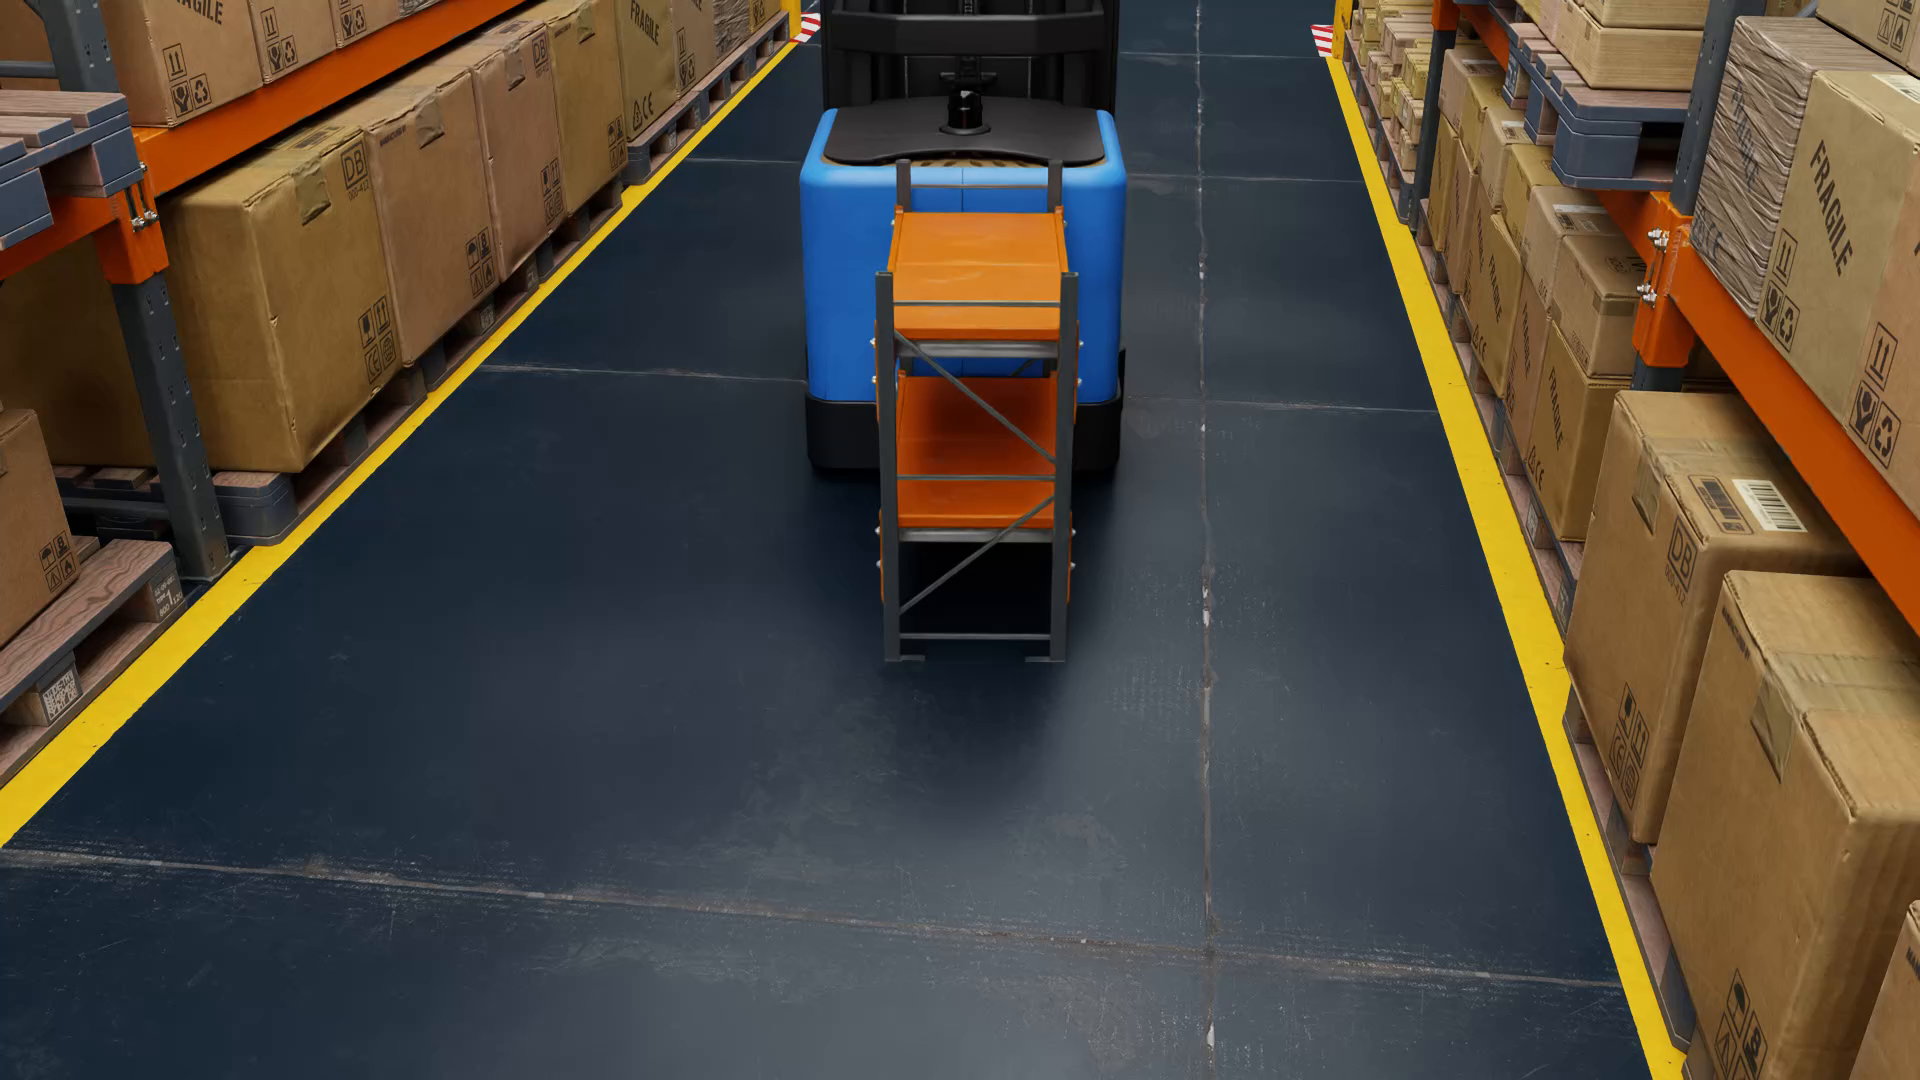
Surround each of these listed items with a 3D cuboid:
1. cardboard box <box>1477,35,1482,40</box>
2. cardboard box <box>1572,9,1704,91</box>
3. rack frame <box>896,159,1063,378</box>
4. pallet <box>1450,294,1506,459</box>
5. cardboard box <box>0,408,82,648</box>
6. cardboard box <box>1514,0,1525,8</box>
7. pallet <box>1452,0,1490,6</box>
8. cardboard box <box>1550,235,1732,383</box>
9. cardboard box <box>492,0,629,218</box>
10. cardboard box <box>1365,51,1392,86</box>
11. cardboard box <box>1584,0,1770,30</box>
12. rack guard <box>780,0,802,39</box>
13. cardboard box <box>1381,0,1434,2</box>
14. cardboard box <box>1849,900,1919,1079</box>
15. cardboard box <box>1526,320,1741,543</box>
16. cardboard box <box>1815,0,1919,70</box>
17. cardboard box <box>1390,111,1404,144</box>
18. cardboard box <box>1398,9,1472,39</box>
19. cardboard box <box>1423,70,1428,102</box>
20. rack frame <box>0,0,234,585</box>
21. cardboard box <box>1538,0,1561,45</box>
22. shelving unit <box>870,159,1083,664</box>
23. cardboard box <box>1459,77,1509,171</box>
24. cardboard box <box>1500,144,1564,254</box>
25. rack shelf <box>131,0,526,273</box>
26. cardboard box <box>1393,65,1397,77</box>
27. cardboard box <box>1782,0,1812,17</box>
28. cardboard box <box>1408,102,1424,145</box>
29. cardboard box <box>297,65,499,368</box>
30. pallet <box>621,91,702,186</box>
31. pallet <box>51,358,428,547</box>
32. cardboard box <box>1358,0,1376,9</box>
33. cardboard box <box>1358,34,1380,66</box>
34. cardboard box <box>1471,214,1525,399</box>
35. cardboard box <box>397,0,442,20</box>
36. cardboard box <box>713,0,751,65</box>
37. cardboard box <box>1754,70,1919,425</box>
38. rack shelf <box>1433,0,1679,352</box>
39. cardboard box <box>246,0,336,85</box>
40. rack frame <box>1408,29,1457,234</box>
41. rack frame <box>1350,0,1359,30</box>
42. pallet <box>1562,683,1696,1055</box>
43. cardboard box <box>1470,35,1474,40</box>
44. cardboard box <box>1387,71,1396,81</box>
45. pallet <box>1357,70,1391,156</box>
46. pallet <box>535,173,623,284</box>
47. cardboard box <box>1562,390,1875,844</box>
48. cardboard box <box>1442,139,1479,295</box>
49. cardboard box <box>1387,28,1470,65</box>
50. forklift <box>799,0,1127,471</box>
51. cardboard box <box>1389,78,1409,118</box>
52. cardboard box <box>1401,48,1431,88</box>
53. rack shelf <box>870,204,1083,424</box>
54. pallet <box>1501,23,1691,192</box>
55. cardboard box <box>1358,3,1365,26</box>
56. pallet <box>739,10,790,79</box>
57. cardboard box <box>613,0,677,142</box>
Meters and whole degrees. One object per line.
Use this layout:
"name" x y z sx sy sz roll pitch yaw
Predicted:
"cardboard box" 3.062 -2.753 9.132 0.380 0.149 0.250 2 28 4
"cardboard box" 1.780 -1.241 4.213 0.380 0.149 0.250 4 29 7
"rack frame" 0.058 -0.643 5.257 0.500 1.125 0.032 0 28 1
"pallet" 2.425 -0.620 6.179 1.003 0.211 1.213 3 28 6
"cardboard box" -2.796 -0.020 4.296 0.700 0.500 0.500 2 28 4
"cardboard box" 1.909 -1.723 5.107 0.380 0.149 0.250 2 28 4
"pallet" 2.428 -2.355 6.660 1.003 0.211 1.213 3 28 6
"cardboard box" 2.000 -0.659 4.713 0.500 0.250 0.500 3 28 5
"cardboard box" -2.303 -2.073 7.733 1.225 0.875 0.875 3 29 6
"cardboard box" 2.606 -2.778 9.807 0.380 0.149 0.250 2 28 4
"cardboard box" 1.785 -1.372 4.142 0.380 0.149 0.250 4 29 7
"rack guard" -1.751 -3.920 11.999 1.175 0.500 0.348 3 28 6
"cardboard box" 2.691 -3.139 9.849 0.380 0.149 0.250 4 29 8
"cardboard box" 1.795 1.030 2.105 1.050 0.750 0.750 3 28 6
"cardboard box" 1.997 -0.317 4.868 0.500 0.500 0.500 3 28 6
"cardboard box" 2.111 -1.181 3.120 0.700 0.500 0.500 3 28 6
"cardboard box" 2.459 -2.170 8.679 0.380 0.149 0.250 2 28 5
"cardboard box" 2.677 -2.894 9.394 0.380 0.149 0.250 3 29 6
"cardboard box" 2.451 -2.165 8.041 0.380 0.149 0.250 4 29 8
"rack frame" -2.734 -1.243 4.395 1.000 3.000 0.127 3 28 6
"cardboard box" 1.844 -1.479 4.654 0.380 0.149 0.250 4 29 7
"shelving unit" 0.050 -0.402 4.809 0.538 1.125 1.048 0 28 1
"cardboard box" 2.251 -1.622 6.500 0.500 0.250 0.500 4 29 8
"cardboard box" 2.129 -1.136 5.598 0.500 0.250 0.500 4 29 7
"rack shelf" -2.489 -1.868 6.313 1.077 0.370 4.000 3 28 6
"cardboard box" 2.618 -2.632 9.221 0.380 0.149 0.250 2 28 4
"cardboard box" 2.497 -1.434 4.571 0.380 0.149 0.250 5 29 9
"cardboard box" 2.389 -2.018 8.082 0.380 0.149 0.250 4 29 7
"cardboard box" -2.512 -1.236 6.178 1.225 0.875 0.875 3 29 6
"pallet" -2.073 -2.252 9.208 1.003 0.211 1.213 3 28 6
"pallet" -2.563 -0.382 5.737 1.003 0.211 1.213 3 28 6
"cardboard box" 2.682 -3.390 10.316 0.380 0.149 0.250 3 28 6
"cardboard box" 2.660 -3.016 10.248 0.380 0.149 0.250 4 29 7
"cardboard box" 2.113 -0.811 5.785 0.500 0.500 0.500 2 28 4
"cardboard box" -2.221 -2.220 6.102 0.500 0.500 0.500 3 29 6
"cardboard box" -1.865 -3.524 10.427 0.875 0.875 0.875 3 28 6
"cardboard box" 1.794 -0.516 2.941 0.500 0.500 0.500 3 28 6
"rack shelf" 2.421 -1.532 5.690 1.077 0.370 4.000 3 28 6
"cardboard box" -2.344 -1.743 5.218 0.500 0.500 0.500 3 28 5
"rack frame" 2.666 -2.790 7.267 1.000 3.000 0.127 3 28 6
"rack frame" 3.156 -4.673 10.762 1.000 3.000 0.127 3 28 6
"pallet" 2.005 0.687 3.753 1.003 0.211 1.213 3 28 6
"cardboard box" 3.178 -3.104 10.098 0.380 0.149 0.250 3 28 6
"cardboard box" 2.601 -2.531 9.348 0.380 0.149 0.250 4 29 7
"pallet" 2.860 -2.457 9.588 1.003 0.211 1.213 3 28 6
"pallet" -2.264 -1.531 7.869 1.003 0.211 1.213 3 28 6
"cardboard box" 2.012 0.179 3.684 1.050 0.750 0.750 3 28 6
"cardboard box" 2.249 -1.293 6.681 0.500 0.500 0.500 5 29 8
"cardboard box" 2.517 -2.655 8.952 0.380 0.149 0.250 2 28 4
"forklift" 0.040 -2.178 6.202 1.130 2.935 3.031 1 28 1
"cardboard box" 2.425 -2.273 8.556 0.380 0.149 0.250 2 28 4
"cardboard box" 2.467 -2.405 8.487 0.380 0.149 0.250 3 28 6
"rack shelf" 0.050 -0.659 4.671 0.538 0.278 1.000 0 28 1
"pallet" 2.158 -1.165 4.452 1.213 0.211 1.003 3 28 6
"cardboard box" 2.748 -3.377 10.605 0.380 0.149 0.250 3 28 6
"pallet" -1.774 -3.400 11.339 1.003 0.211 1.213 3 28 6
"cardboard box" -2.084 -2.682 8.863 0.875 0.875 0.875 3 28 6
